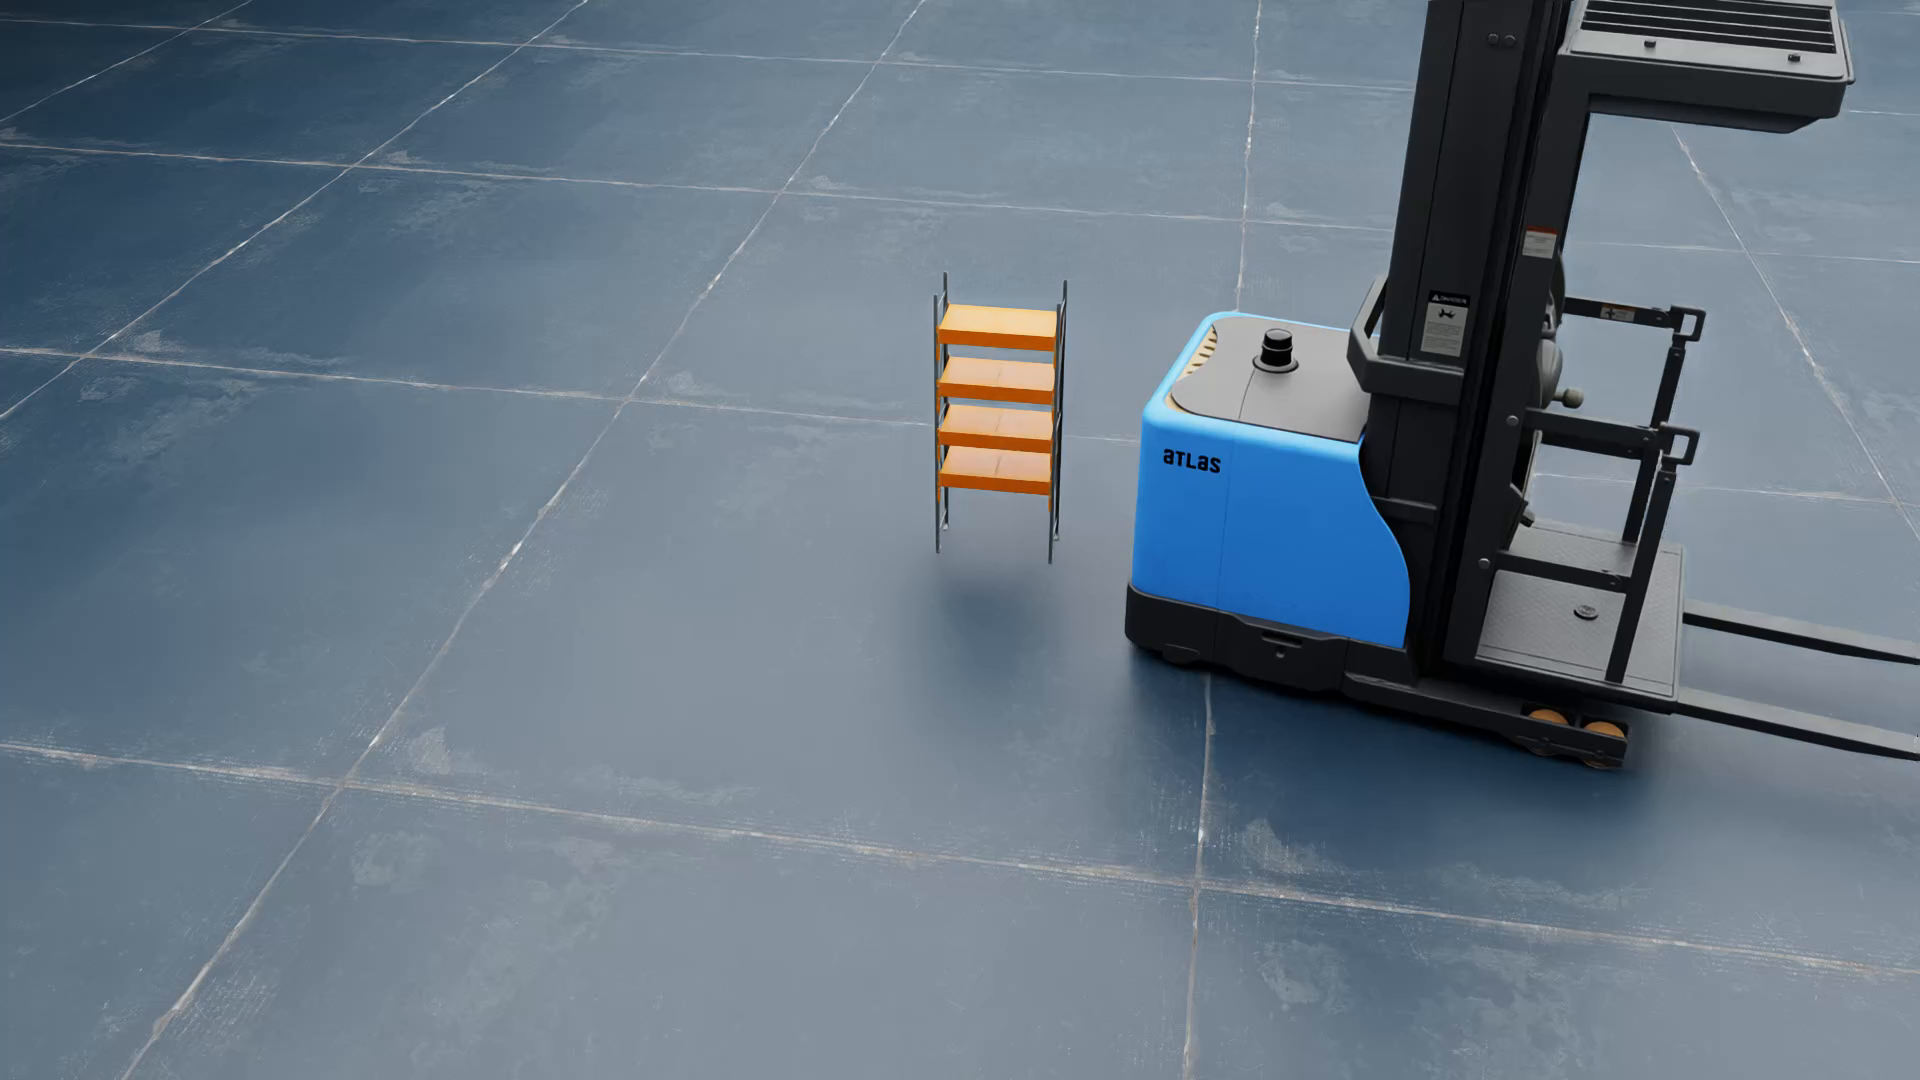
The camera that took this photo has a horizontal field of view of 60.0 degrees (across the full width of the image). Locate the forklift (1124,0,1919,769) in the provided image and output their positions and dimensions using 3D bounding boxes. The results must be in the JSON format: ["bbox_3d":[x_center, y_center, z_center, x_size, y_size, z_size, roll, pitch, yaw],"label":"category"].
[{"bbox_3d":[2.215,-0.745,5.678,3.031,2.935,1.130,12,34,18],"label":"forklift"}]

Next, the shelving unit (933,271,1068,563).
[{"bbox_3d":[0.163,-0.494,6.908,0.503,1.200,0.258,5,32,8],"label":"shelving unit"}]

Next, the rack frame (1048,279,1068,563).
[{"bbox_3d":[0.404,-0.472,6.873,0.015,1.200,0.240,5,32,8],"label":"rack frame"}]

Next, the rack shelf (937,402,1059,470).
[{"bbox_3d":[0.163,-0.437,6.944,0.480,0.148,0.258,5,32,8],"label":"rack shelf"}]

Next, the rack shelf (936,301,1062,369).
[{"bbox_3d":[0.163,-0.827,6.700,0.480,0.148,0.258,5,32,8],"label":"rack shelf"}]

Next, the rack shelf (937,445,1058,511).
[{"bbox_3d":[0.163,-0.268,7.049,0.480,0.148,0.258,5,32,8],"label":"rack shelf"}]

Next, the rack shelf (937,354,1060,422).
[{"bbox_3d":[0.163,-0.626,6.825,0.480,0.148,0.258,5,32,8],"label":"rack shelf"}]

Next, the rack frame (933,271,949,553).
[{"bbox_3d":[-0.077,-0.516,6.943,0.015,1.200,0.240,5,32,8],"label":"rack frame"}]
